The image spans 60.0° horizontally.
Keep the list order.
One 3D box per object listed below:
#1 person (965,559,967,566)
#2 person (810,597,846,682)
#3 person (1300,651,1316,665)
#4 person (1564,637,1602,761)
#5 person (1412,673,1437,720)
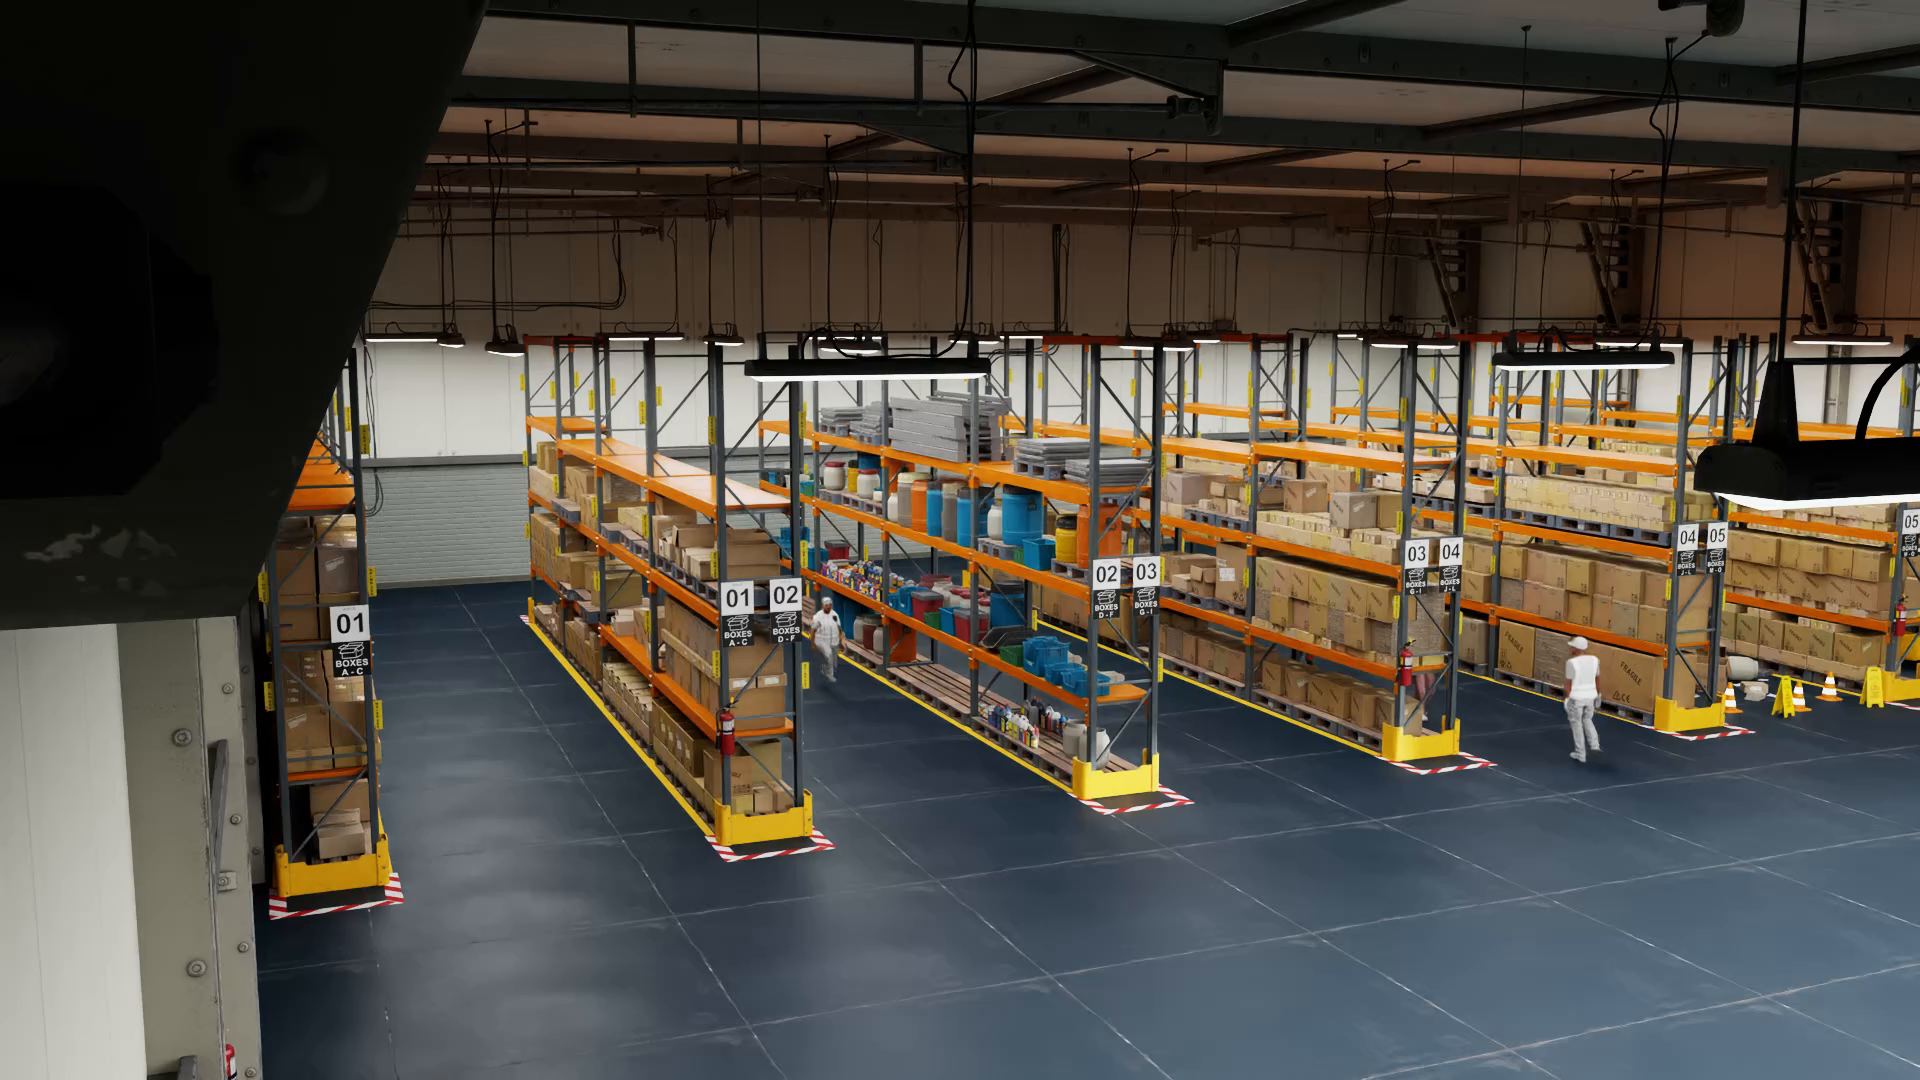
[{"bbox_3d":[0.211,-0.076,41.831,0.559,1.651,1.096,2,8,13],"label":"person"},{"bbox_3d":[-2.231,1.653,28.052,0.532,1.401,1.004,-4,8,-25],"label":"person"},{"bbox_3d":[6.267,1.496,29.737,0.554,1.735,1.023,-4,8,-26],"label":"person"},{"bbox_3d":[8.949,2.278,23.880,0.599,1.774,0.489,-1,8,-10],"label":"person"},{"bbox_3d":[7.301,2.012,26.428,0.524,1.654,0.523,-2,8,-13],"label":"person"}]
